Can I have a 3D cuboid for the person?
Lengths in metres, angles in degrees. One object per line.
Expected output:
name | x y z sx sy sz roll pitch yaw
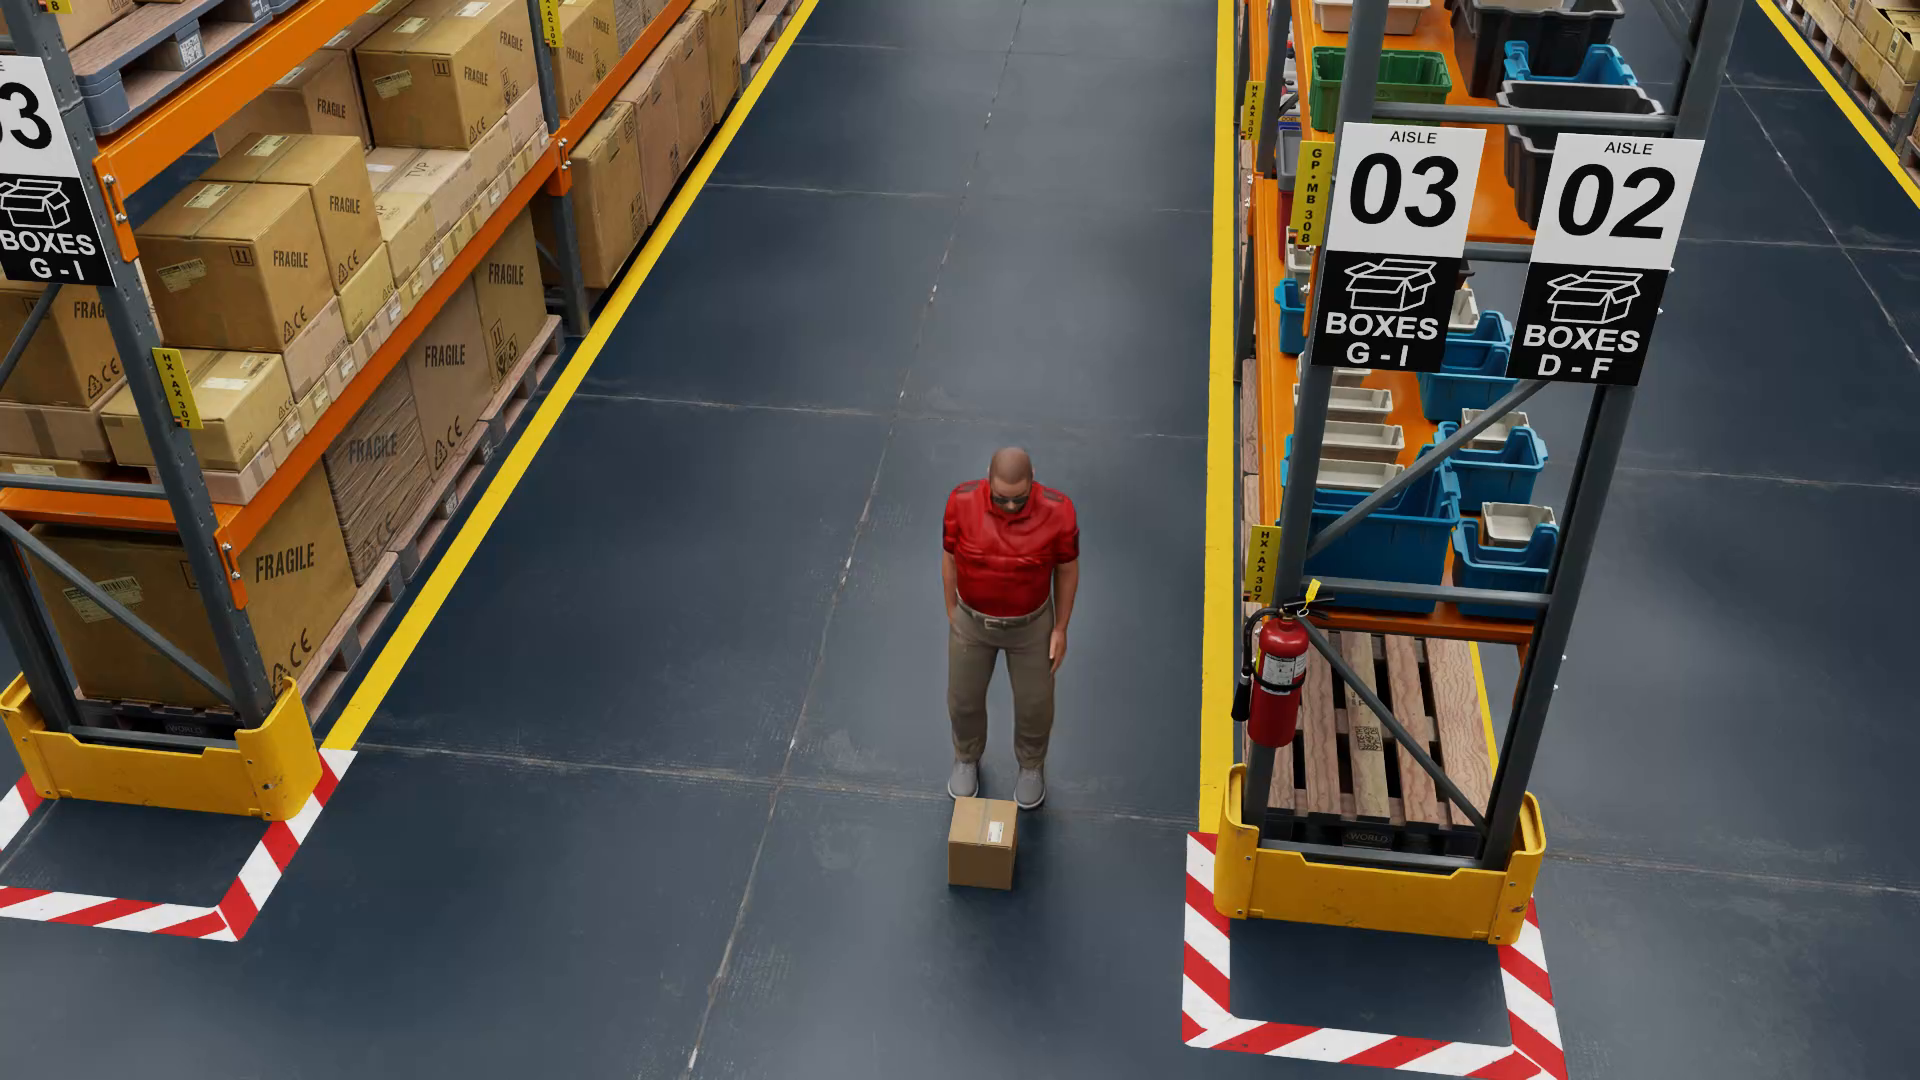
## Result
person | 0.192 0.335 6.619 0.540 1.709 0.367 5 36 7
